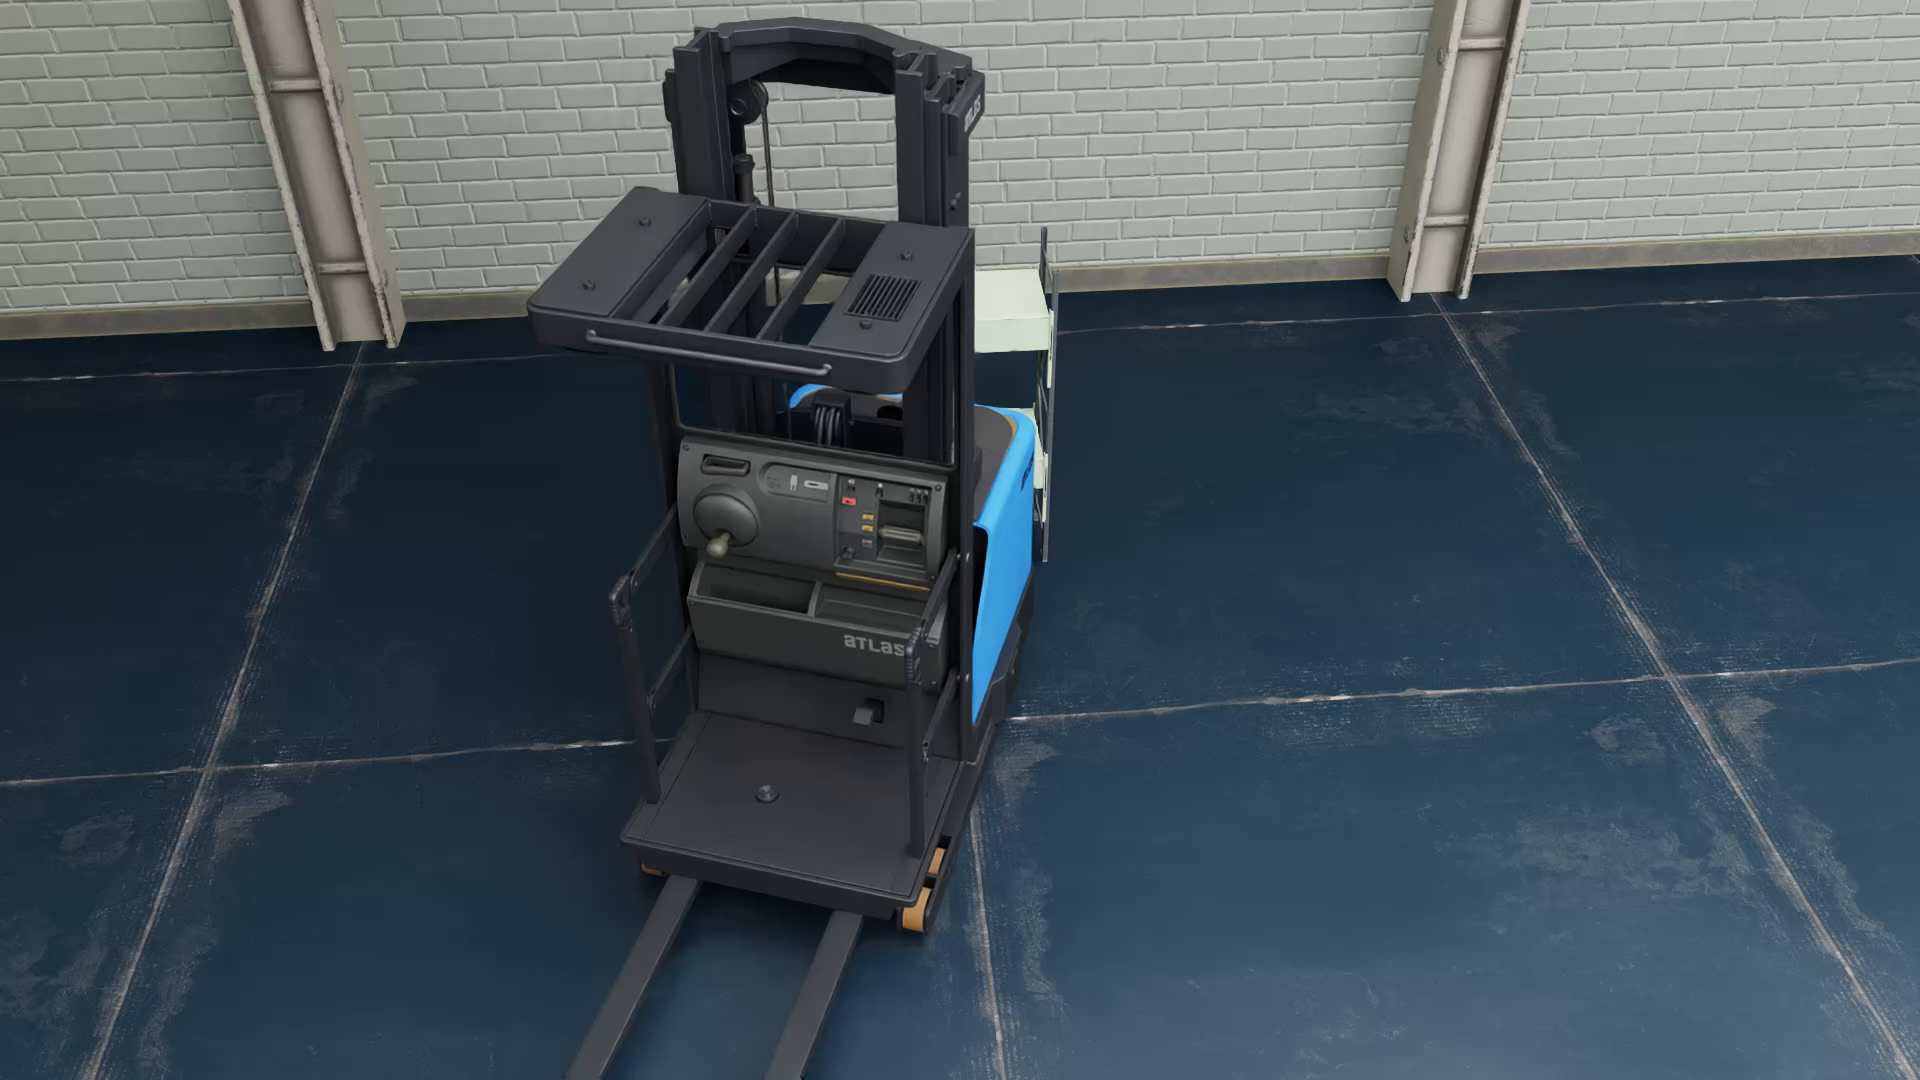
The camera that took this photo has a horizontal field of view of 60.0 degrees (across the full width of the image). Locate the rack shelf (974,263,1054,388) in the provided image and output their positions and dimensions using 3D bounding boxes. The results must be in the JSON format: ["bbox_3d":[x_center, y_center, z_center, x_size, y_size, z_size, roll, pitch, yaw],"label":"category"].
[{"bbox_3d":[0.007,-0.896,7.044,0.720,0.370,0.431,-3,38,-4],"label":"rack shelf"}]

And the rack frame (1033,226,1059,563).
[{"bbox_3d":[0.371,-0.609,7.311,0.023,1.500,0.400,-3,38,-4],"label":"rack frame"}]

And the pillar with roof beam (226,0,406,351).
[{"bbox_3d":[-2.903,-2.012,3.035,0.400,9.000,9.100,-3,38,-4],"label":"pillar with roof beam"}]

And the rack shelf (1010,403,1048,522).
[{"bbox_3d":[0.007,-0.333,7.488,0.720,0.370,0.431,-3,38,-4],"label":"rack shelf"}]

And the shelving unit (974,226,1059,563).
[{"bbox_3d":[0.007,-0.589,7.286,0.755,1.500,0.431,-3,38,-4],"label":"shelving unit"}]

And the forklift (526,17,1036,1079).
[{"bbox_3d":[-0.557,-0.016,5.404,1.130,2.935,3.031,9,39,12],"label":"forklift"}]

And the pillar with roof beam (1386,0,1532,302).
[{"bbox_3d":[3.073,-2.341,3.452,0.400,9.000,9.100,-3,38,-4],"label":"pillar with roof beam"}]
